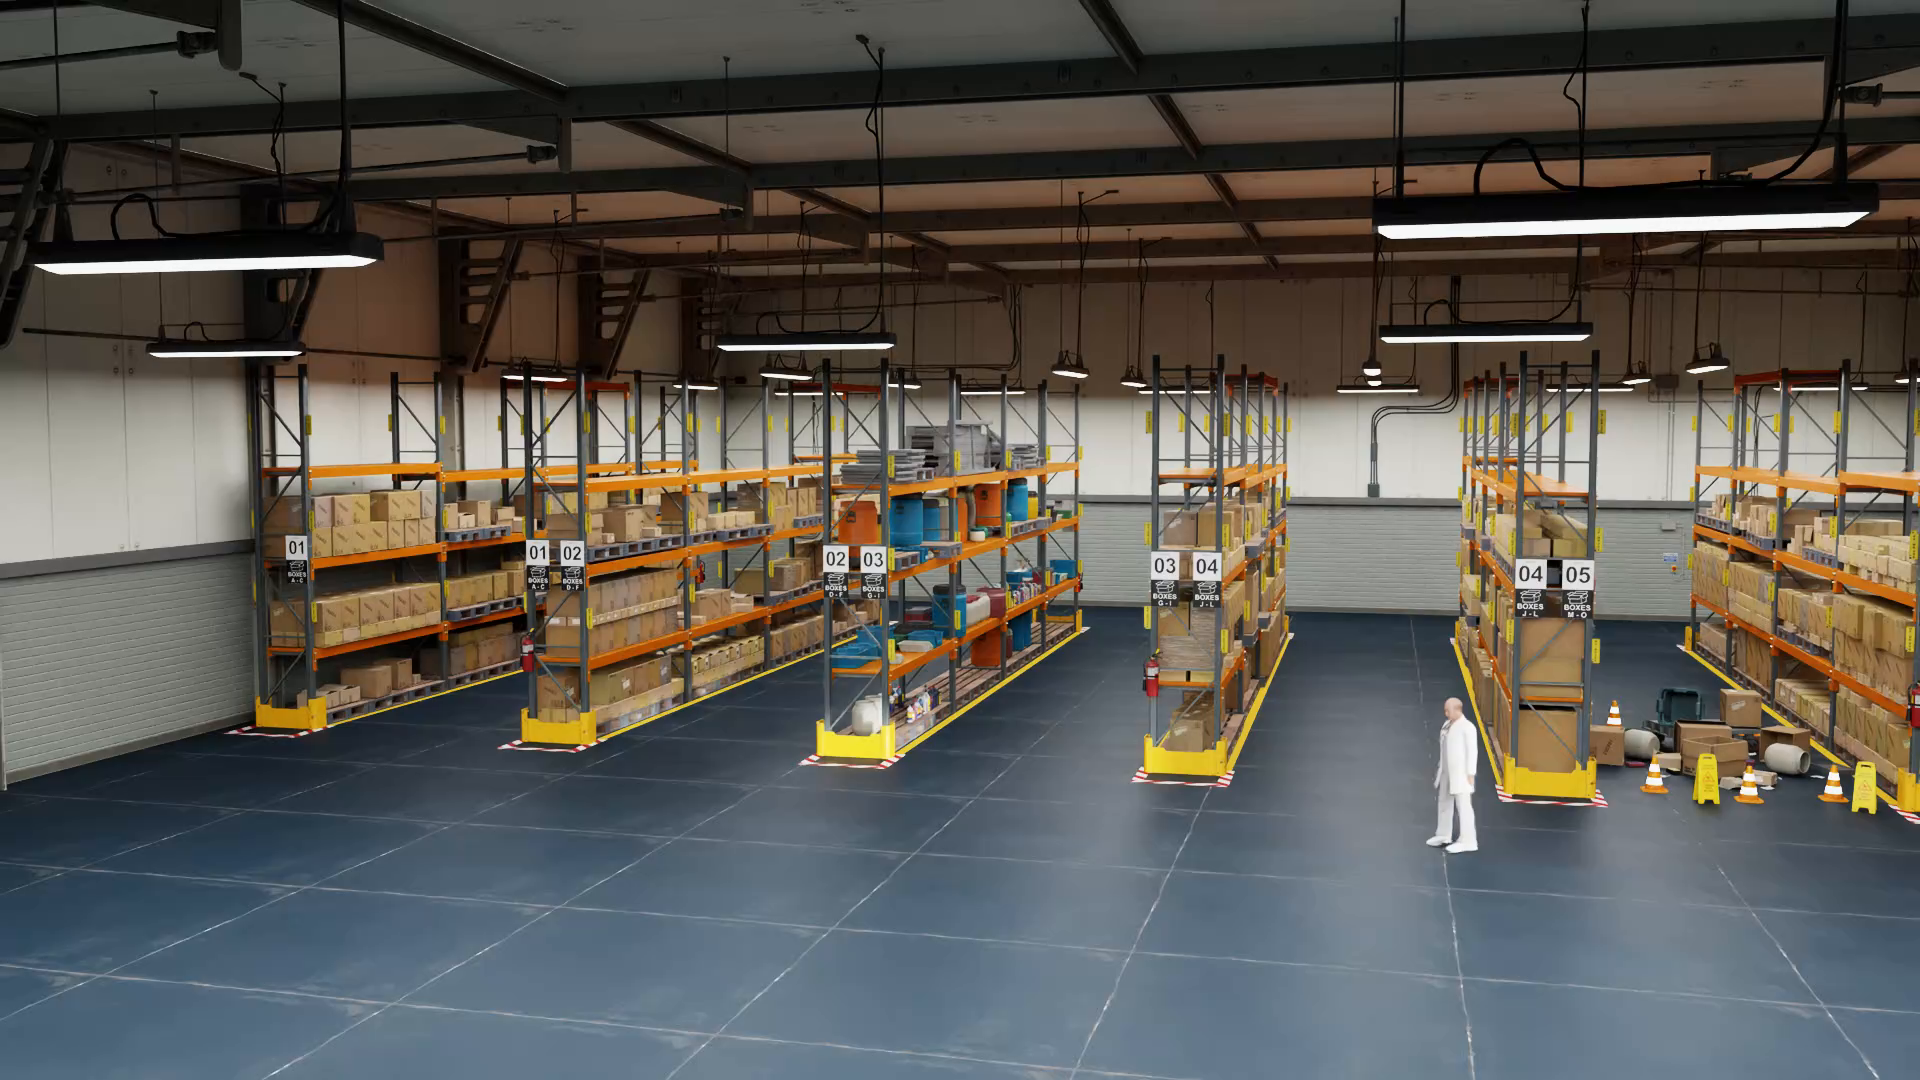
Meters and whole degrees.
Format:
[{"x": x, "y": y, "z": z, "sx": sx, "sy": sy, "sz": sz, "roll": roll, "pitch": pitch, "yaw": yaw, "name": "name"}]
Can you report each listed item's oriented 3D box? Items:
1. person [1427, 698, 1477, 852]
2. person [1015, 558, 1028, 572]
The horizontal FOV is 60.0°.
[{"x": 5.801, "y": 2.751, "z": 19.662, "sx": 0.454, "sy": 1.774, "sz": 0.632, "roll": -1, "pitch": 4, "yaw": -21, "name": "person"}, {"x": 1.567, "y": 1.293, "z": 41.687, "sx": 0.384, "sy": 1.700, "sz": 0.530, "roll": 3, "pitch": 5, "yaw": 39, "name": "person"}]
